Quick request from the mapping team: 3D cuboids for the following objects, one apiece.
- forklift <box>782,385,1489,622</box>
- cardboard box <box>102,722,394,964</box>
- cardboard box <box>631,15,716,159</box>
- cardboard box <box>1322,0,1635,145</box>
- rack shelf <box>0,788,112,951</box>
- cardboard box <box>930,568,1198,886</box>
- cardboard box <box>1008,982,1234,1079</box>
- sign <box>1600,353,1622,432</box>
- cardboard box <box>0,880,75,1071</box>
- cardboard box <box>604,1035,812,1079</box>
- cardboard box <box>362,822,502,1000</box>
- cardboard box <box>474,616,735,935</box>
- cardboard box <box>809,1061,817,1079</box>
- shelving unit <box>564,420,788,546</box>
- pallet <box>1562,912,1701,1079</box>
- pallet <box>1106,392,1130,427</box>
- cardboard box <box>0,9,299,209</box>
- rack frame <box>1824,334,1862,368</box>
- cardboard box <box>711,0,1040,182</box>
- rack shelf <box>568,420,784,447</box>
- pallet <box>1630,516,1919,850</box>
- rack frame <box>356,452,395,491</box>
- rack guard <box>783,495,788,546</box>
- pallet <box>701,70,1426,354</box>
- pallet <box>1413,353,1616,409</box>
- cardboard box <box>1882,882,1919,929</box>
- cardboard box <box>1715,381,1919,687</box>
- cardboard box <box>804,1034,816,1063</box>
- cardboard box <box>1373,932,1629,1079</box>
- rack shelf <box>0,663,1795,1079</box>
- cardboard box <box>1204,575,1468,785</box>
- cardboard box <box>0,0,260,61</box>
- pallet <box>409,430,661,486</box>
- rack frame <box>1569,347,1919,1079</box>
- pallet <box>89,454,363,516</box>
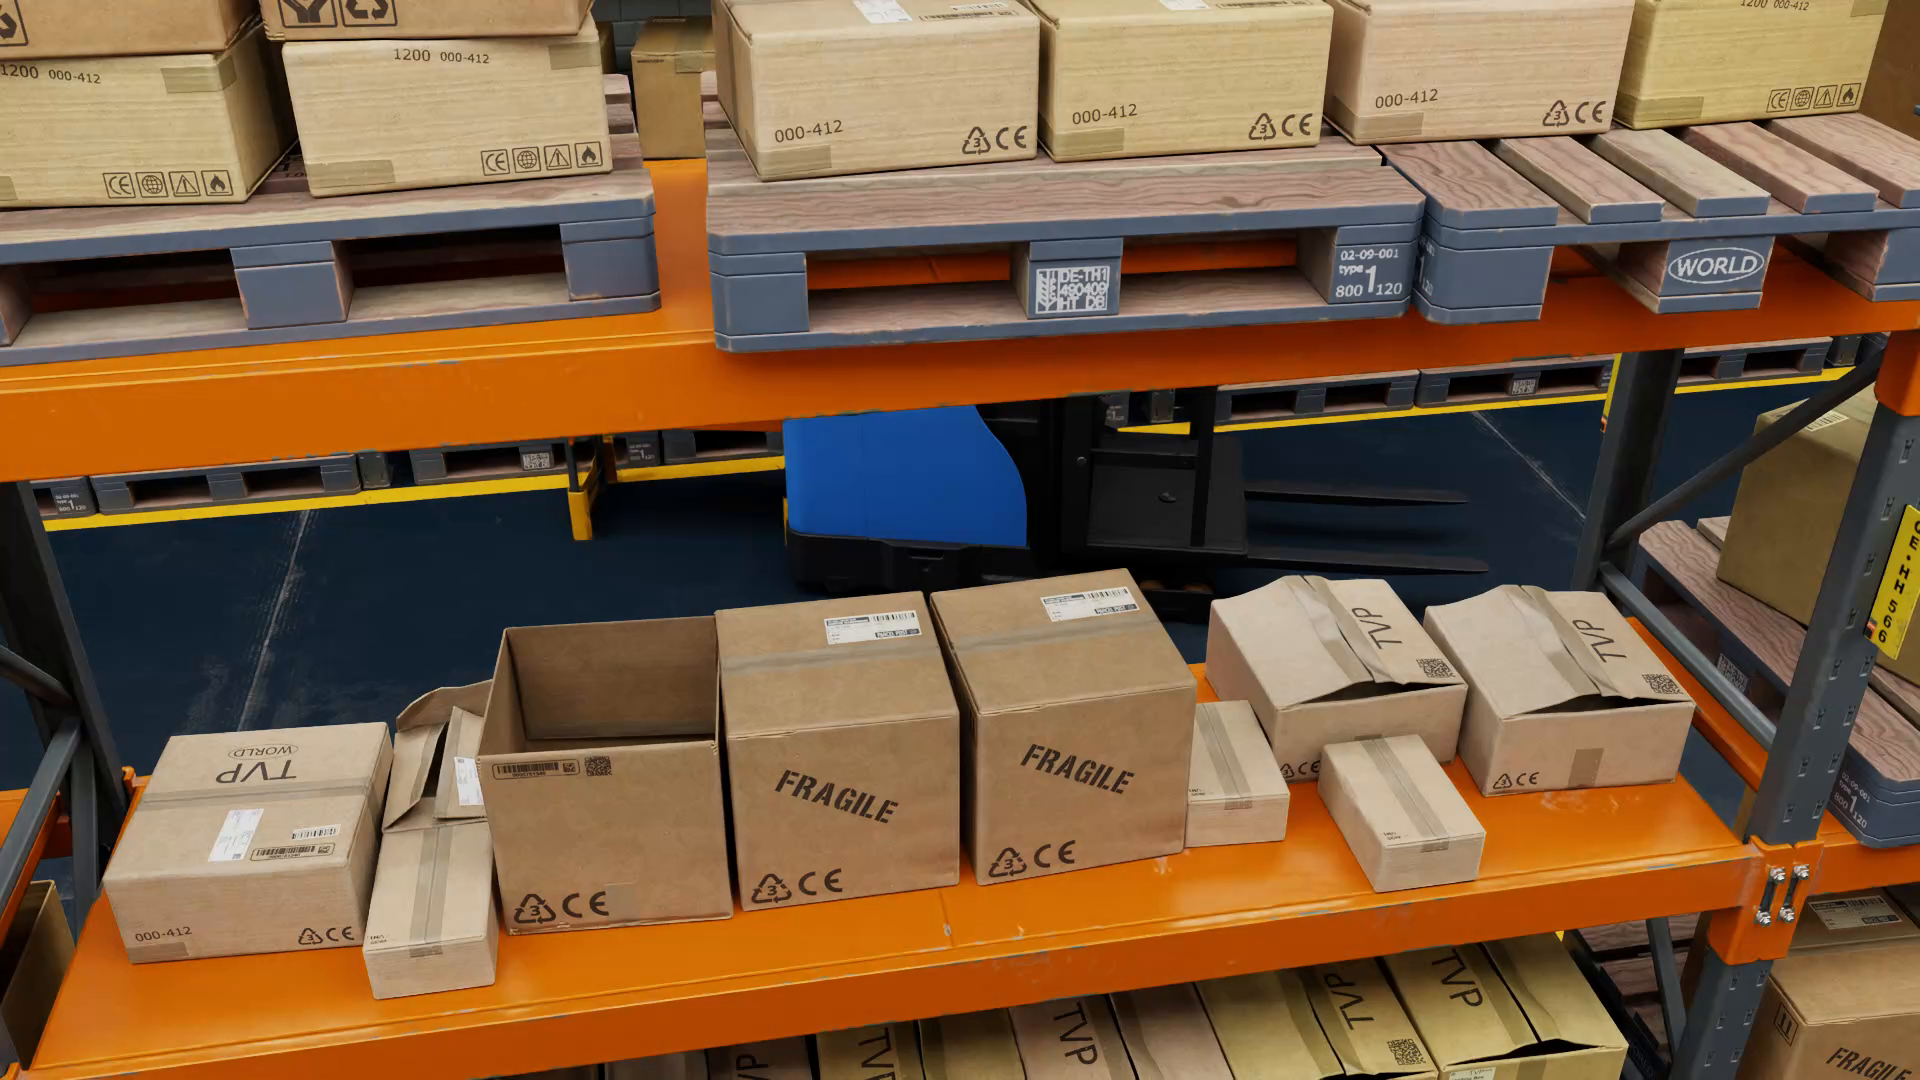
[{"bbox_3d":[0.792,-1.197,6.894,3.031,2.935,1.130,3,31,6],"label":"forklift"},{"bbox_3d":[-1.584,0.677,3.787,0.500,0.250,0.500,-3,31,-6],"label":"cardboard box"},{"bbox_3d":[-1.256,-2.175,7.958,0.500,0.500,0.700,-1,30,-2],"label":"cardboard box"},{"bbox_3d":[0.926,-0.969,3.213,0.500,0.250,0.500,-4,31,-8],"label":"cardboard box"},{"bbox_3d":[-4.027,1.172,3.507,4.000,0.370,1.077,-5,31,-9],"label":"rack shelf"},{"bbox_3d":[0.227,0.432,3.957,0.500,0.500,0.500,-7,31,-12],"label":"cardboard box"},{"bbox_3d":[0.397,1.343,4.252,0.500,0.311,0.500,-5,31,-9],"label":"cardboard box"},{"bbox_3d":[1.768,-0.421,4.442,0.005,0.325,0.100,-5,31,-9],"label":"sign"},{"bbox_3d":[-2.573,1.247,4.229,0.500,0.500,0.500,-5,31,-9],"label":"cardboard box"},{"bbox_3d":[-0.606,1.437,4.091,0.500,0.311,0.500,-6,31,-11],"label":"cardboard box"},{"bbox_3d":[-1.152,0.809,3.663,0.250,0.149,0.380,-5,31,-9],"label":"cardboard box"},{"bbox_3d":[-0.783,0.526,3.797,0.500,0.500,0.500,-3,31,-5],"label":"cardboard box"},{"bbox_3d":[-0.203,1.363,4.771,0.500,0.250,0.500,-5,31,-8],"label":"cardboard box"},{"bbox_3d":[-1.250,-0.778,7.594,1.083,1.500,0.587,2,31,3],"label":"shelving unit"},{"bbox_3d":[2.616,1.467,5.047,1.213,0.211,1.003,-5,31,-9],"label":"pallet"},{"bbox_3d":[0.210,-0.883,9.043,1.213,0.211,1.003,-5,31,-9],"label":"pallet"},{"bbox_3d":[-1.452,-0.782,2.894,0.500,0.250,0.500,-2,31,-4],"label":"cardboard box"},{"bbox_3d":[4.913,-2.520,9.077,0.127,3.000,1.000,-5,31,-9],"label":"rack frame"},{"bbox_3d":[-0.168,-0.874,3.052,0.500,0.250,0.500,-8,31,-13],"label":"cardboard box"},{"bbox_3d":[-1.259,-0.624,7.686,1.000,0.185,0.538,2,31,3],"label":"rack shelf"},{"bbox_3d":[2.529,0.300,4.470,1.003,0.211,1.213,-5,31,-9],"label":"pallet"},{"bbox_3d":[-2.956,-1.790,7.835,0.127,3.000,1.000,-5,31,-9],"label":"rack frame"},{"bbox_3d":[-0.753,-0.226,7.887,0.087,0.250,0.587,2,31,3],"label":"rack guard"},{"bbox_3d":[0.124,-0.687,3.187,1.213,0.211,1.003,-4,31,-7],"label":"pallet"},{"bbox_3d":[2.965,-1.097,9.408,1.213,0.211,1.003,-5,31,-9],"label":"pallet"},{"bbox_3d":[2.888,1.252,4.693,0.500,0.500,0.500,-6,31,-11],"label":"cardboard box"},{"bbox_3d":[2.474,-0.024,4.318,0.500,0.500,0.700,-16,34,-25],"label":"cardboard box"},{"bbox_3d":[-0.216,1.123,4.626,0.500,0.311,0.500,-6,31,-10],"label":"cardboard box"},{"bbox_3d":[1.404,1.247,4.415,0.500,0.311,0.500,-5,31,-8],"label":"cardboard box"},{"bbox_3d":[-0.093,0.807,4.128,4.000,0.370,1.077,-5,31,-9],"label":"rack shelf"},{"bbox_3d":[0.960,0.338,4.304,0.500,0.311,0.500,-6,31,-10],"label":"cardboard box"},{"bbox_3d":[-1.446,-1.090,2.679,0.500,0.500,0.500,-5,31,-8],"label":"cardboard box"},{"bbox_3d":[-2.190,-0.660,8.664,1.213,0.211,1.003,-5,31,-9],"label":"pallet"},{"bbox_3d":[1.875,0.314,4.256,0.127,3.000,1.000,-5,31,-9],"label":"rack frame"},{"bbox_3d":[-3.610,-0.509,8.408,1.213,0.211,1.003,-5,31,-9],"label":"pallet"}]
